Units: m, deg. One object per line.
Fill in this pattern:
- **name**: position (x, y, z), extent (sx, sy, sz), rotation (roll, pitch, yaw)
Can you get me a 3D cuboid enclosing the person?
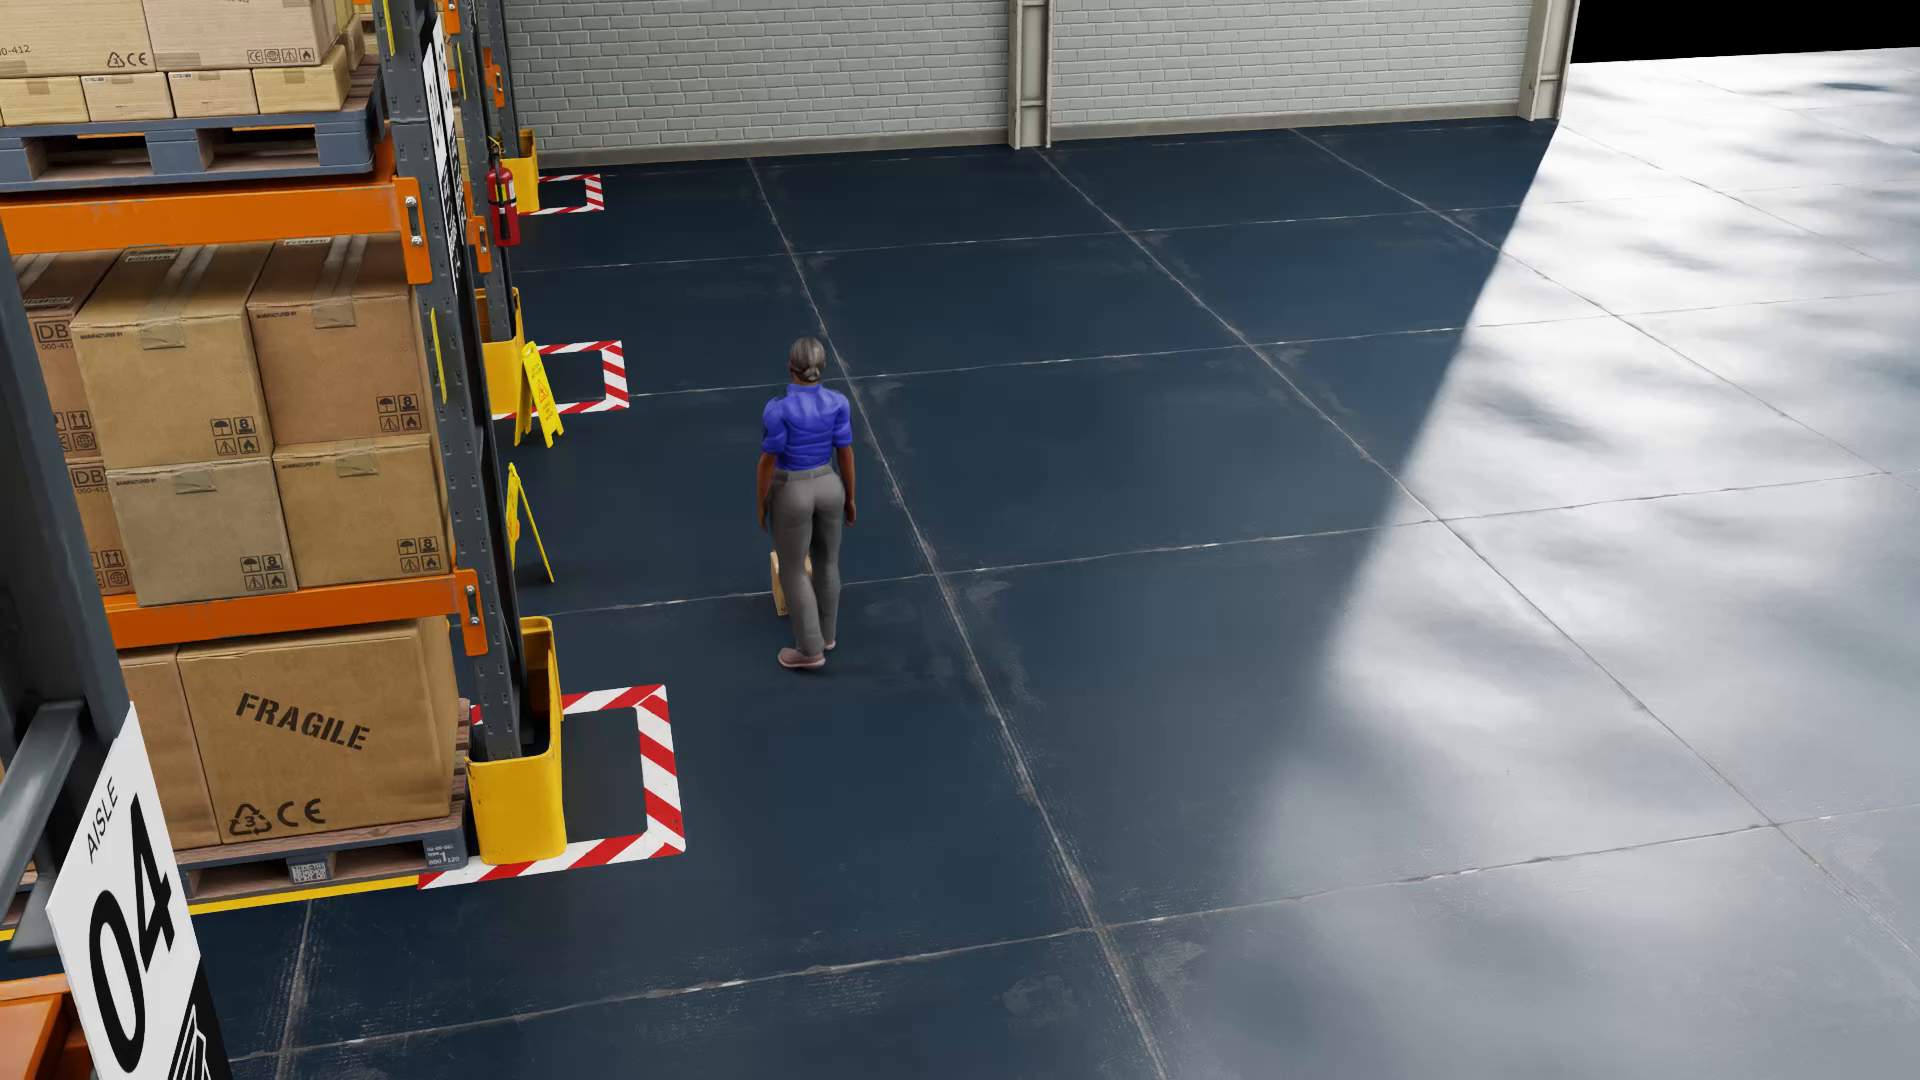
- **person**: position (-0.732, -0.182, 7.967), extent (0.471, 1.665, 0.493), rotation (-12, 29, -23)
